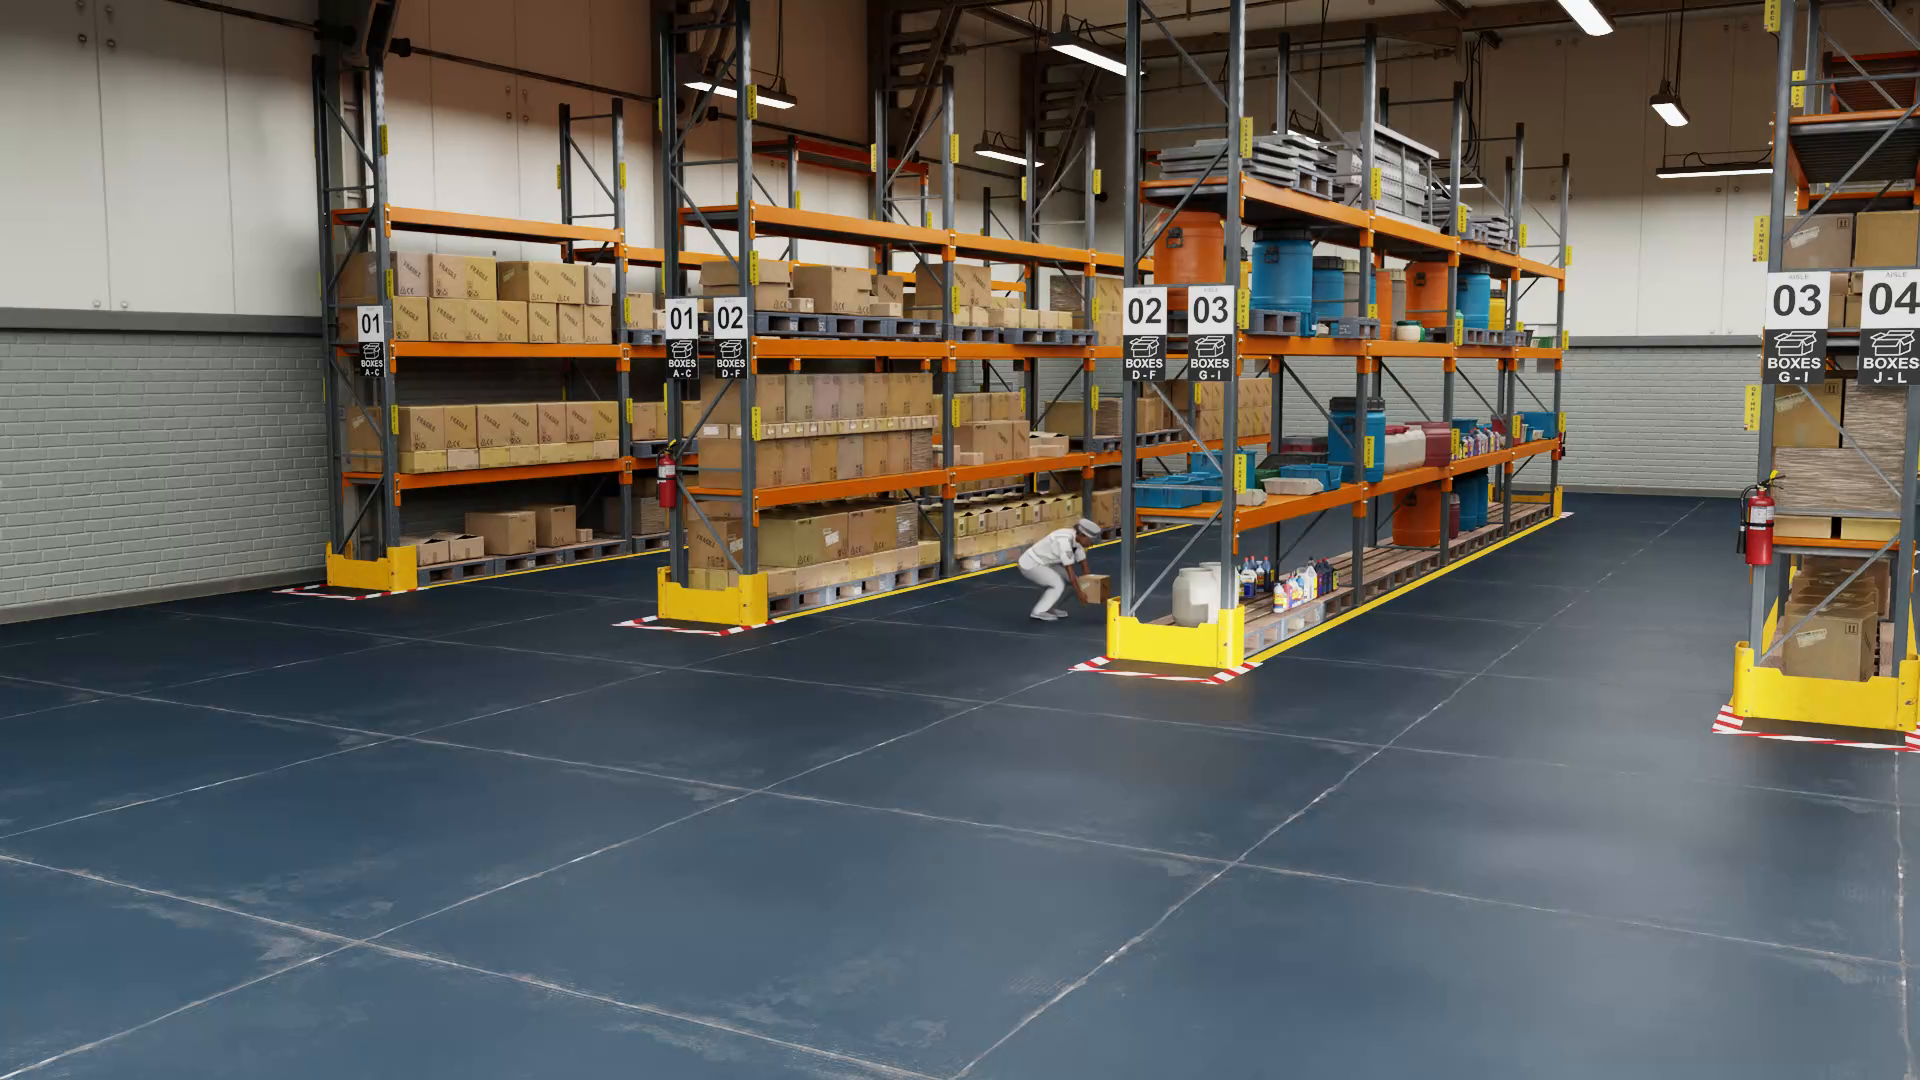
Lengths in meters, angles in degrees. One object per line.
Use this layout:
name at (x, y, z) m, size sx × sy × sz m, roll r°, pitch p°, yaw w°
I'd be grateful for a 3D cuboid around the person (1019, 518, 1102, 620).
person at (1.014, 0.288, 16.744) m, size 0.833 × 1.019 × 0.487 m, roll 3°, pitch 7°, yaw 28°
